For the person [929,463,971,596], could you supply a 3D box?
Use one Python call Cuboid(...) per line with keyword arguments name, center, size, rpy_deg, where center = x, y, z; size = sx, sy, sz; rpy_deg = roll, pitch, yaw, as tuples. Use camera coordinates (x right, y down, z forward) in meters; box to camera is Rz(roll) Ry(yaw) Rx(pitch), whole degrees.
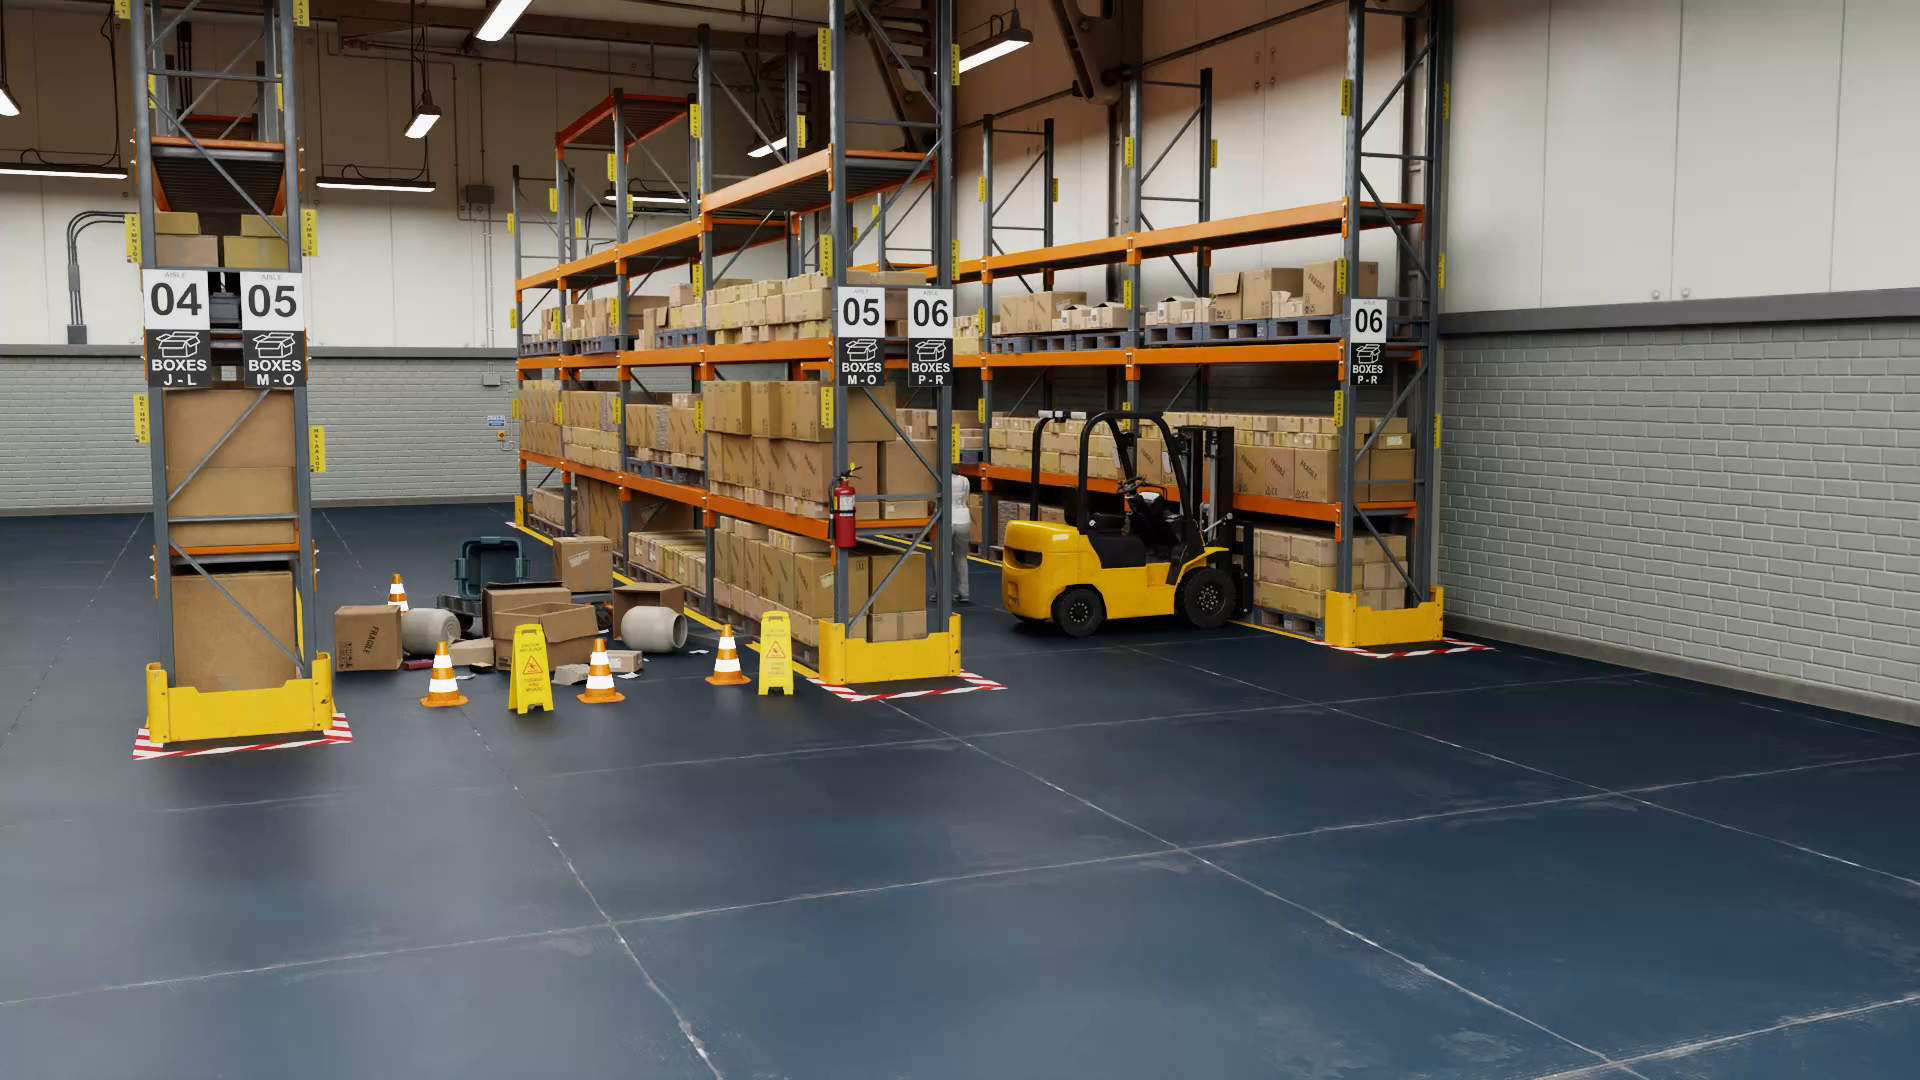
Cuboid(name="person", center=(-0.137, -0.172, 18.484), size=(0.444, 1.586, 0.518), rpy_deg=(-2, 6, -23))
